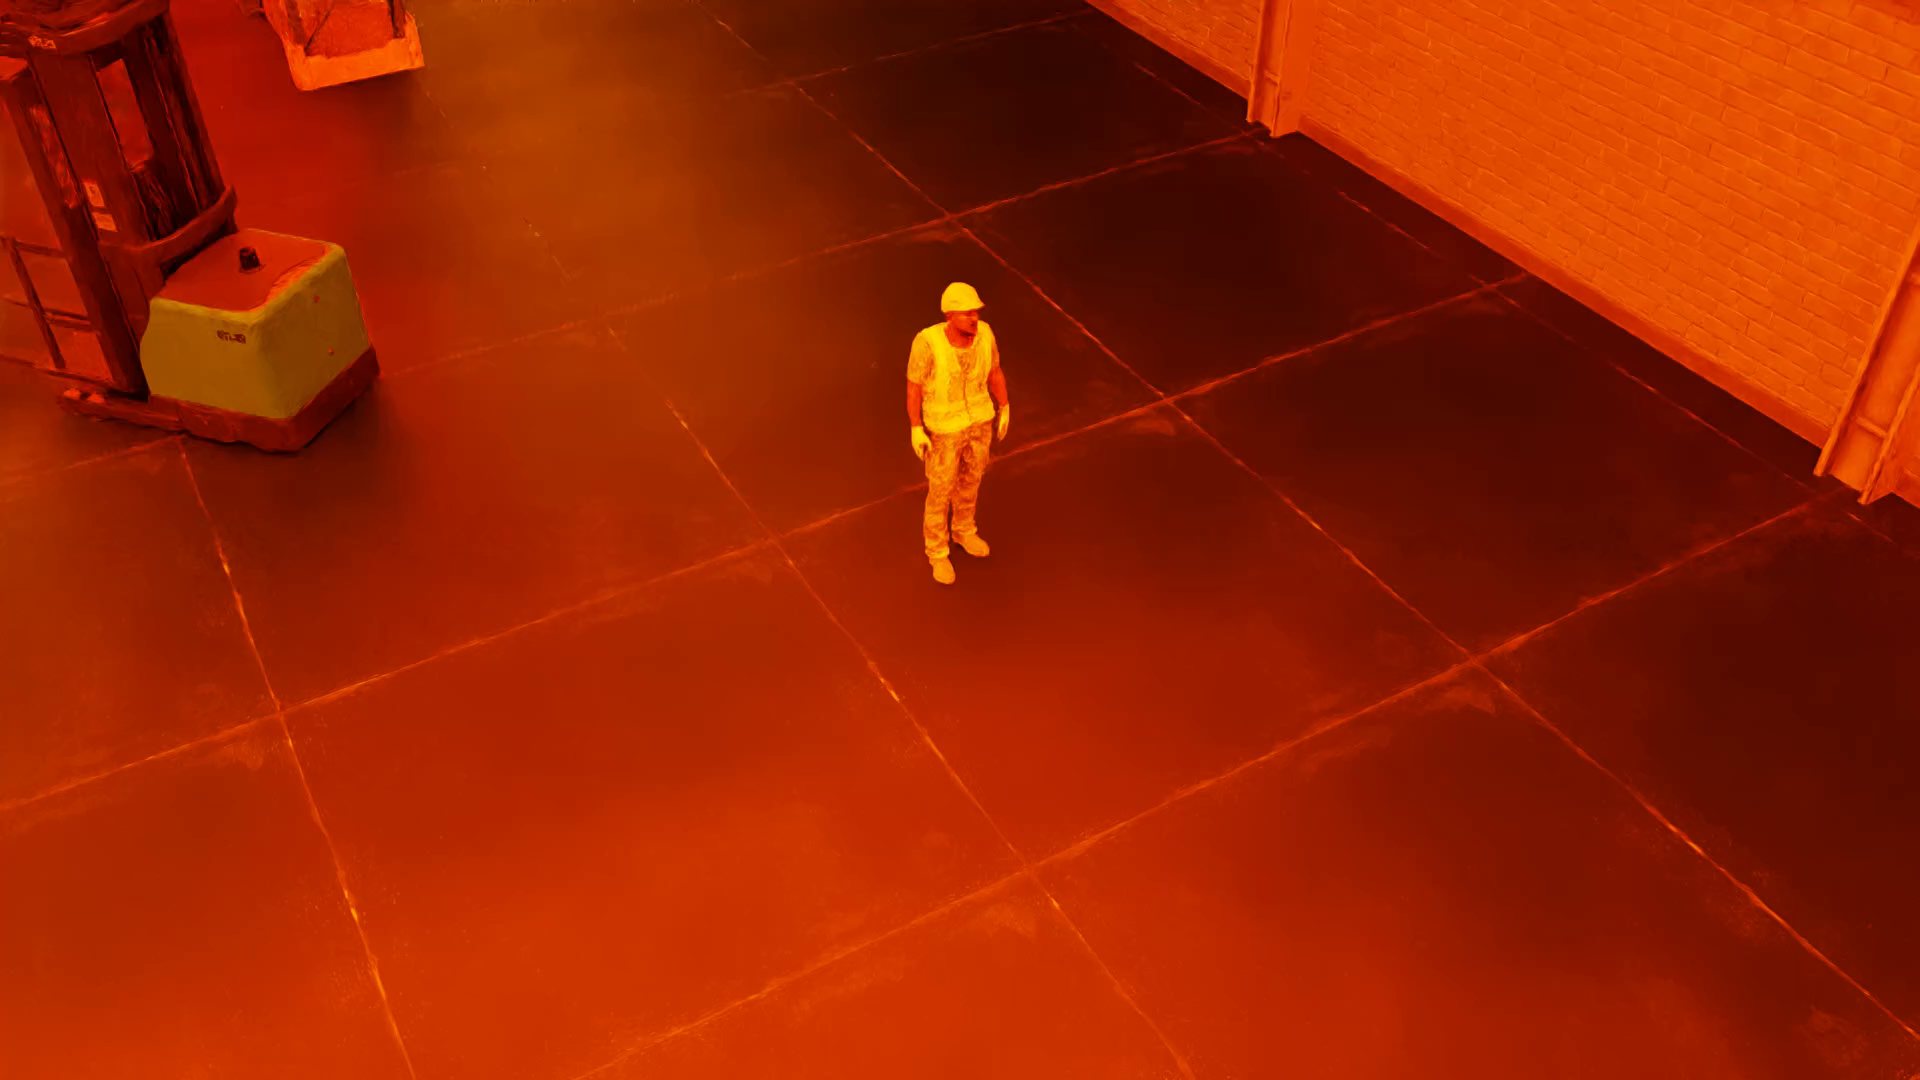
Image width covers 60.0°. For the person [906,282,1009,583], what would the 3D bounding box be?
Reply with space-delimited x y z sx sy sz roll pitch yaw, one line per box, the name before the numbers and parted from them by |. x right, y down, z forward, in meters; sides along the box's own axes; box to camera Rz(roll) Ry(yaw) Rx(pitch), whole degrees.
person | 0.029 -0.649 9.707 0.655 1.782 0.576 -20 44 -23

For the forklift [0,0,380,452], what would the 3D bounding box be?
forklift | -5.631 -2.261 10.762 3.031 2.935 1.130 12 41 14
